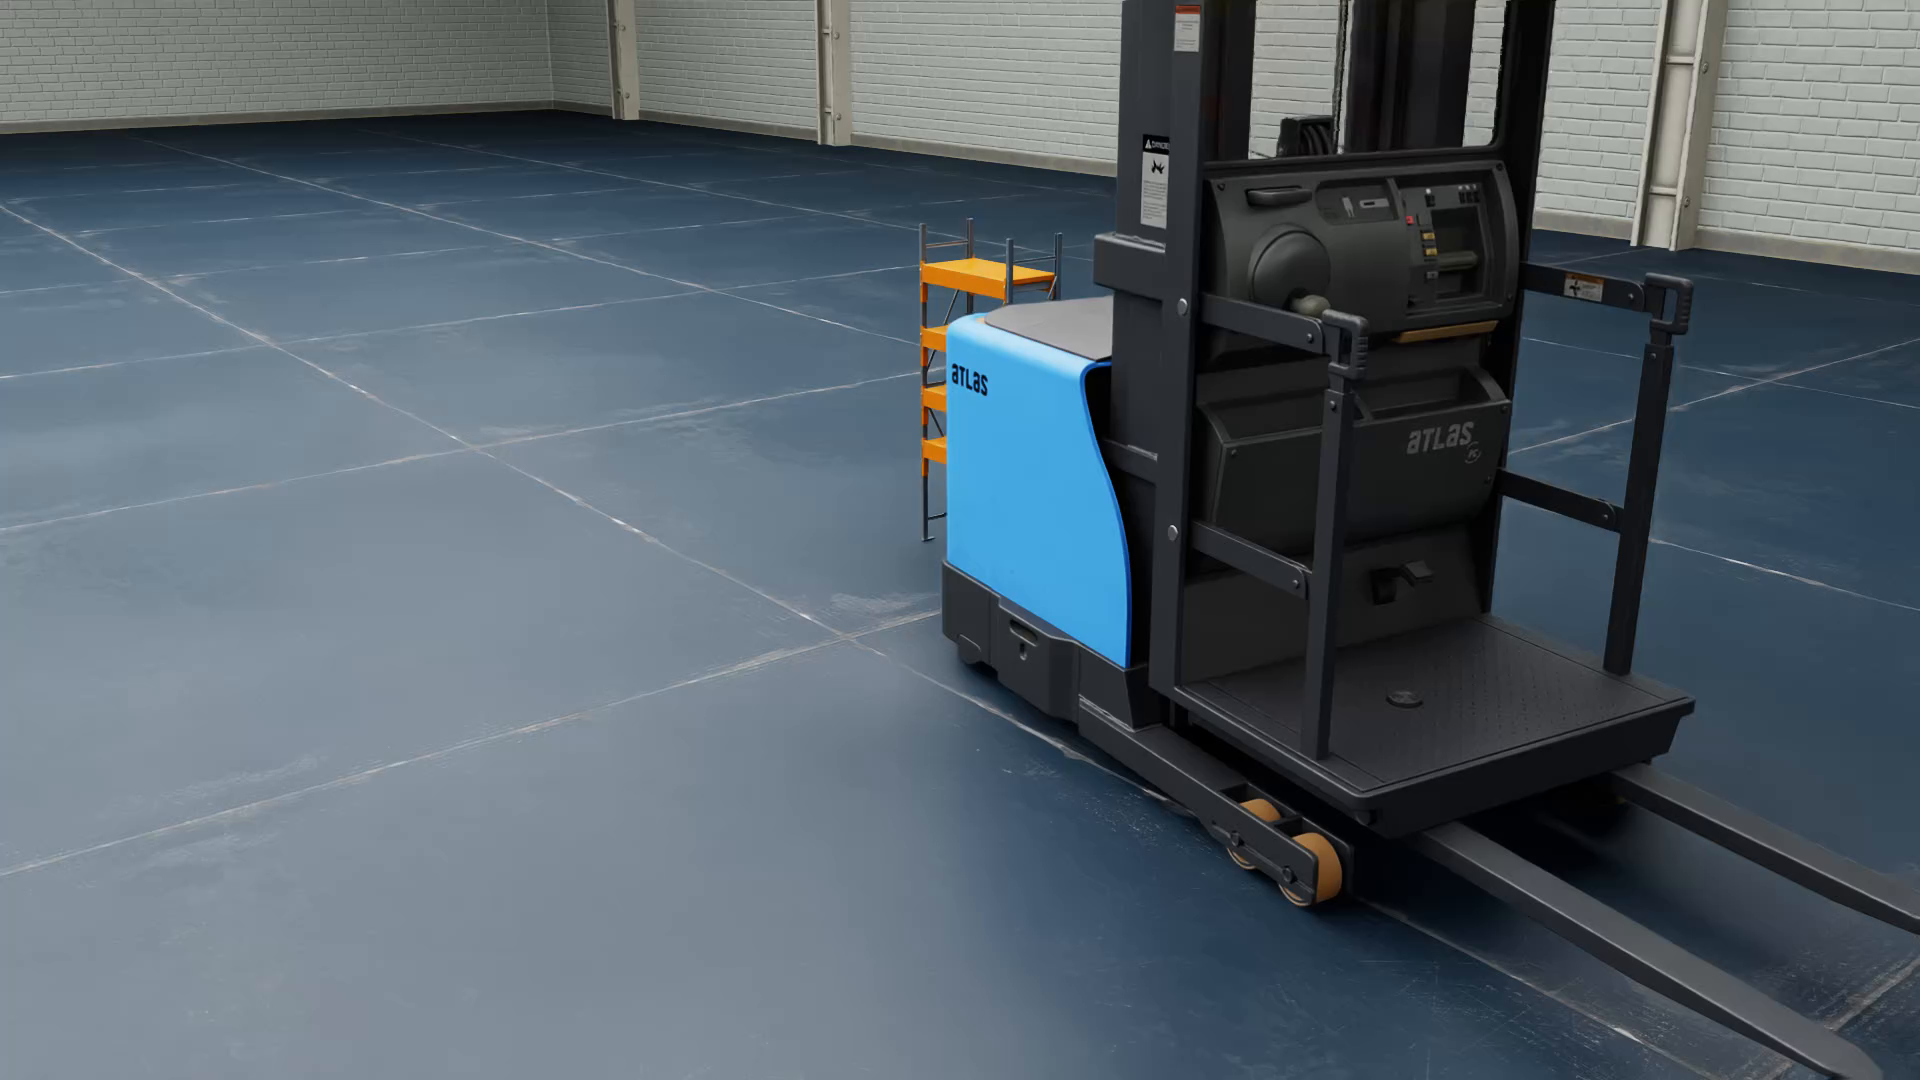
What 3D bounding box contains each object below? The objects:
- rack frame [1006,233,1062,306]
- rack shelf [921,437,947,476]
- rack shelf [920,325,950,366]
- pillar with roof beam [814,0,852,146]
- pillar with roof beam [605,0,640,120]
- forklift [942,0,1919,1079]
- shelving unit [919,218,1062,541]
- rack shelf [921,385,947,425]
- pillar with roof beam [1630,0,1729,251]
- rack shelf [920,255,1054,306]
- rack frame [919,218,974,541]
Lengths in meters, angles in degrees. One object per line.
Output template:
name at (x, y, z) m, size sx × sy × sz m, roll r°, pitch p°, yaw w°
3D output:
rack frame at (0.254, -0.469, 5.869) m, size 0.240 × 1.200 × 0.015 m, roll -14°, pitch 23°, yaw -36°
rack shelf at (0.103, -0.276, 6.134) m, size 0.258 × 0.148 × 0.480 m, roll -14°, pitch 23°, yaw -36°
rack shelf at (0.103, -0.677, 6.002) m, size 0.258 × 0.148 × 0.480 m, roll -14°, pitch 23°, yaw -36°
pillar with roof beam at (-5.067, -8.797, 18.614) m, size 9.100 × 9.000 × 0.400 m, roll -14°, pitch 23°, yaw -36°
pillar with roof beam at (-8.792, -10.275, 23.079) m, size 9.100 × 9.000 × 0.400 m, roll -14°, pitch 23°, yaw -36°
forklift at (1.100, -0.713, 3.853) m, size 1.130 × 2.935 × 3.031 m, roll -10°, pitch 21°, yaw -28°
shelving unit at (0.103, -0.529, 6.051) m, size 0.258 × 1.200 × 0.503 m, roll -14°, pitch 23°, yaw -36°
rack shelf at (0.103, -0.465, 6.072) m, size 0.258 × 0.148 × 0.480 m, roll -14°, pitch 23°, yaw -36°
pillar with roof beam at (2.384, -5.840, 9.684) m, size 9.100 × 9.000 × 0.400 m, roll -14°, pitch 23°, yaw -36°
rack shelf at (0.103, -0.902, 5.927) m, size 0.258 × 0.148 × 0.480 m, roll -14°, pitch 23°, yaw -36°
rack frame at (-0.049, -0.589, 6.232) m, size 0.240 × 1.200 × 0.015 m, roll -14°, pitch 23°, yaw -36°
